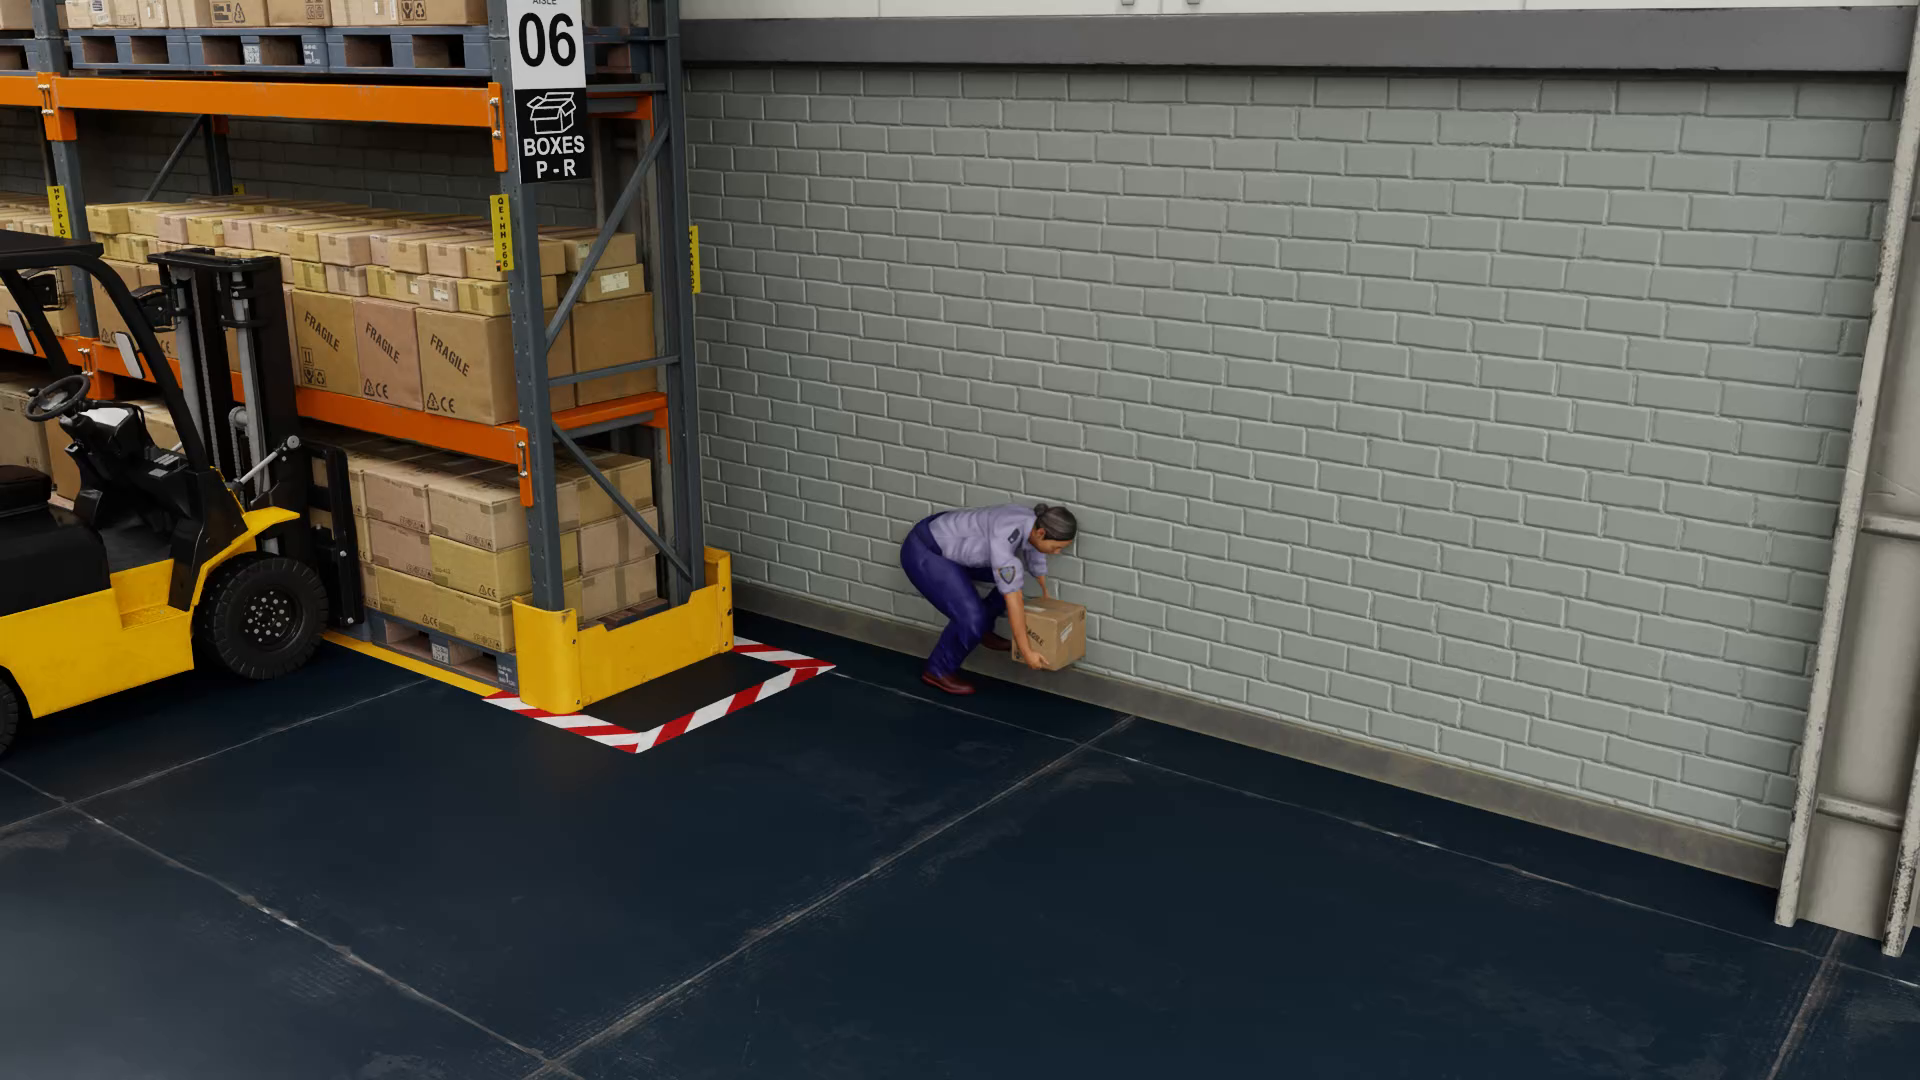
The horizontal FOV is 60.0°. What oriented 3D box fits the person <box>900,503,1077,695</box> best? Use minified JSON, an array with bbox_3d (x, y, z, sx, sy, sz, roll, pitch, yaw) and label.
[{"bbox_3d":[0.152,0.249,7.939,0.885,0.961,0.531,11,20,32],"label":"person"}]
